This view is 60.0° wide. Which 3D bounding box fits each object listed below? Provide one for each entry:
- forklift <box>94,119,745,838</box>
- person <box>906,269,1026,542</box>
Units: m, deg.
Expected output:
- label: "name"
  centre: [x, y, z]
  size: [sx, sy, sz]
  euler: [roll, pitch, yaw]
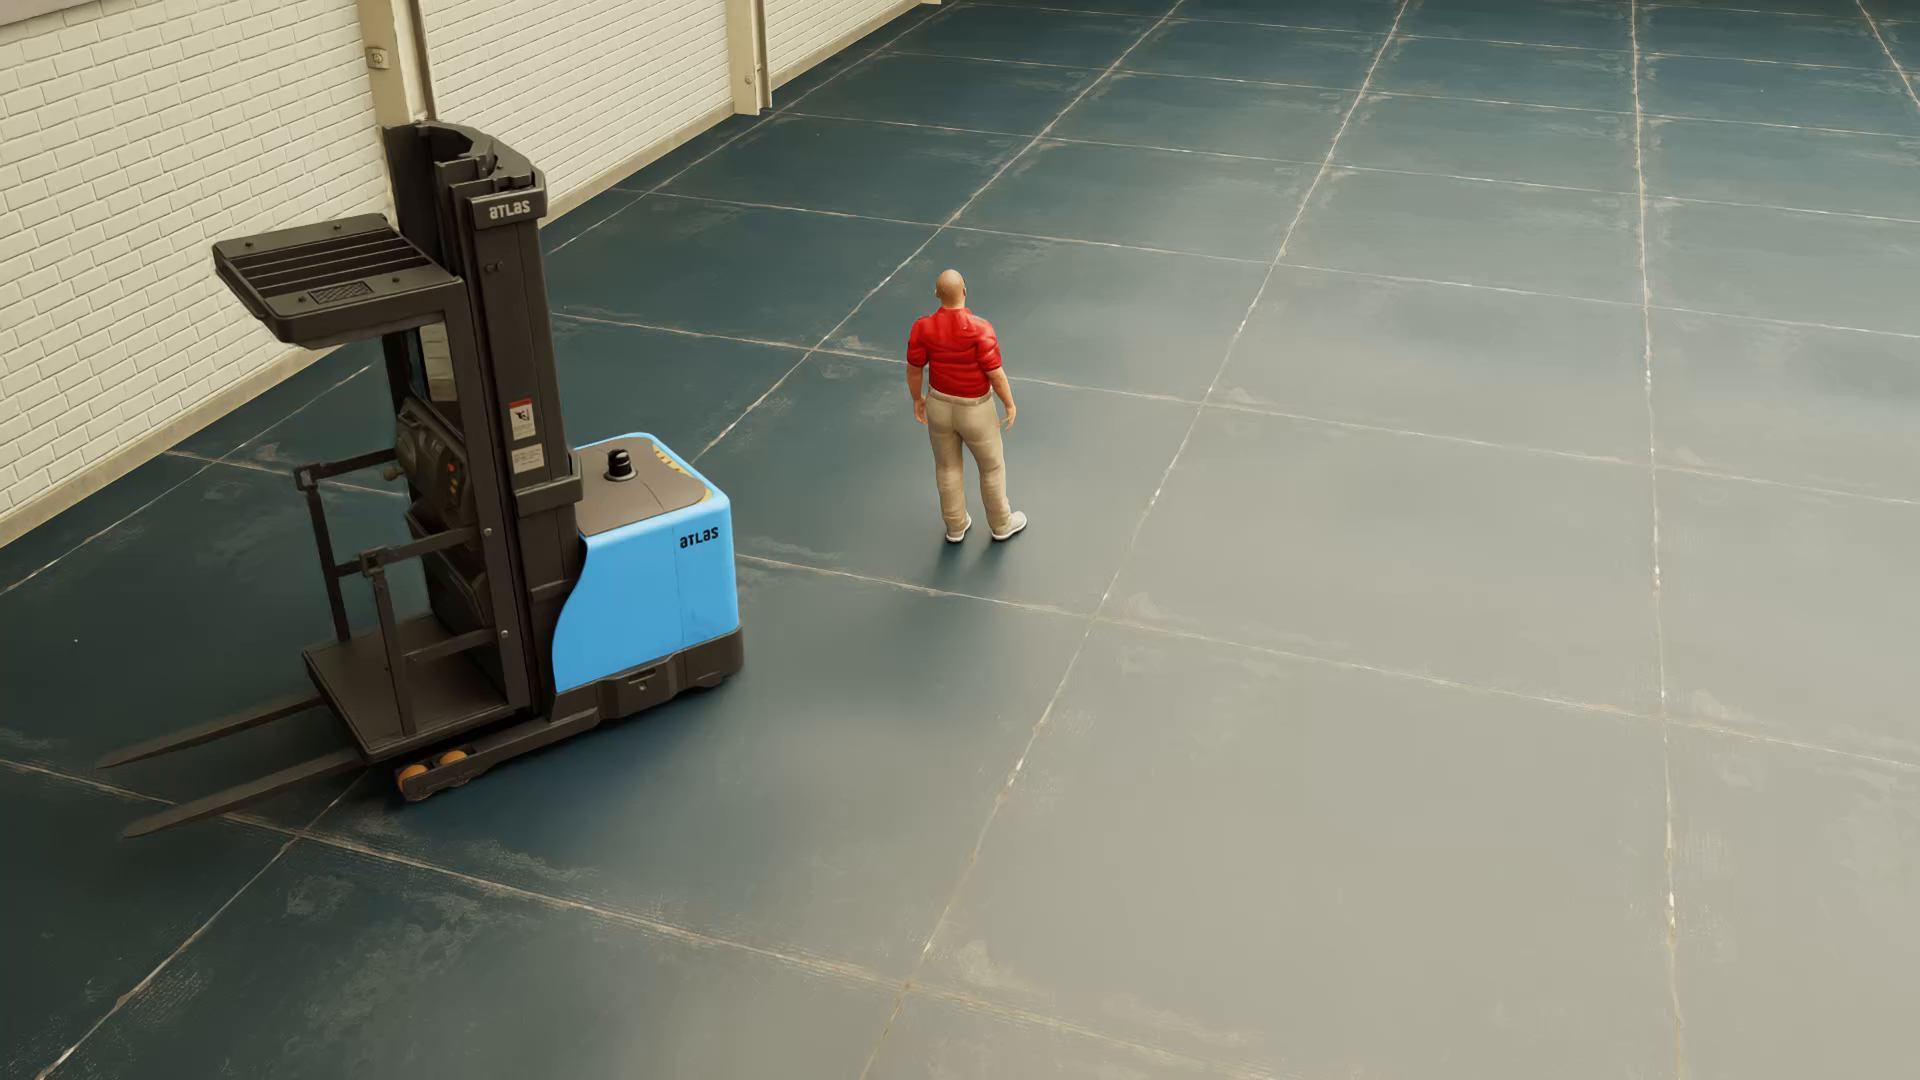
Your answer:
- label: "forklift"
  centre: [-2.640, -0.330, 7.716]
  size: [3.031, 2.935, 1.130]
  euler: [-19, 35, -30]
- label: "person"
  centre: [0.041, -0.797, 9.735]
  size: [0.640, 1.727, 0.551]
  euler: [10, 31, 16]
